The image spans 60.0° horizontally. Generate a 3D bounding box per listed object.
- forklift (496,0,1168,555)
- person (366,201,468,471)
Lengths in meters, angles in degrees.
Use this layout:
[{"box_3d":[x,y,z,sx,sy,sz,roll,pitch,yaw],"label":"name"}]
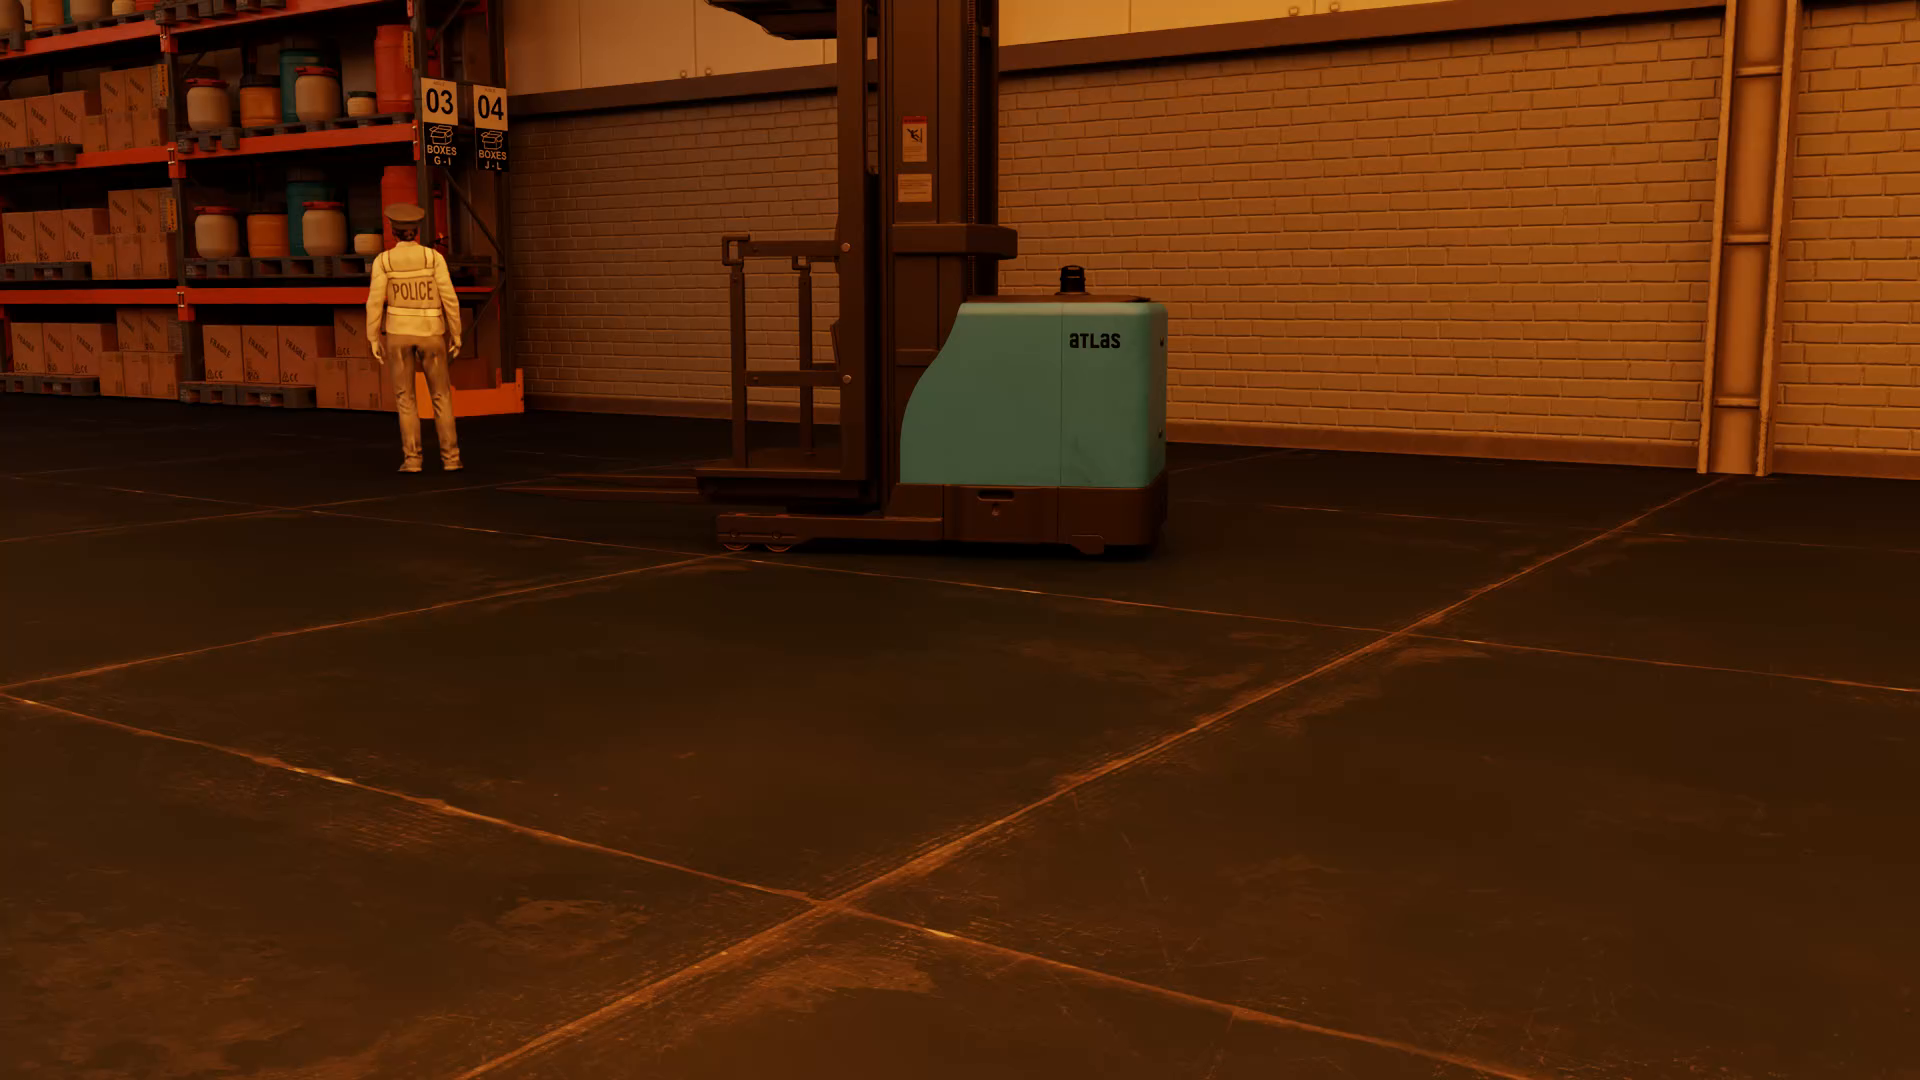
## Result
[{"box_3d":[-0.596,-1.469,7.520,3.031,2.935,1.130,2,8,12],"label":"forklift"},{"box_3d":[-3.447,-1.279,10.525,0.586,1.694,0.532,-3,9,-19],"label":"person"}]
